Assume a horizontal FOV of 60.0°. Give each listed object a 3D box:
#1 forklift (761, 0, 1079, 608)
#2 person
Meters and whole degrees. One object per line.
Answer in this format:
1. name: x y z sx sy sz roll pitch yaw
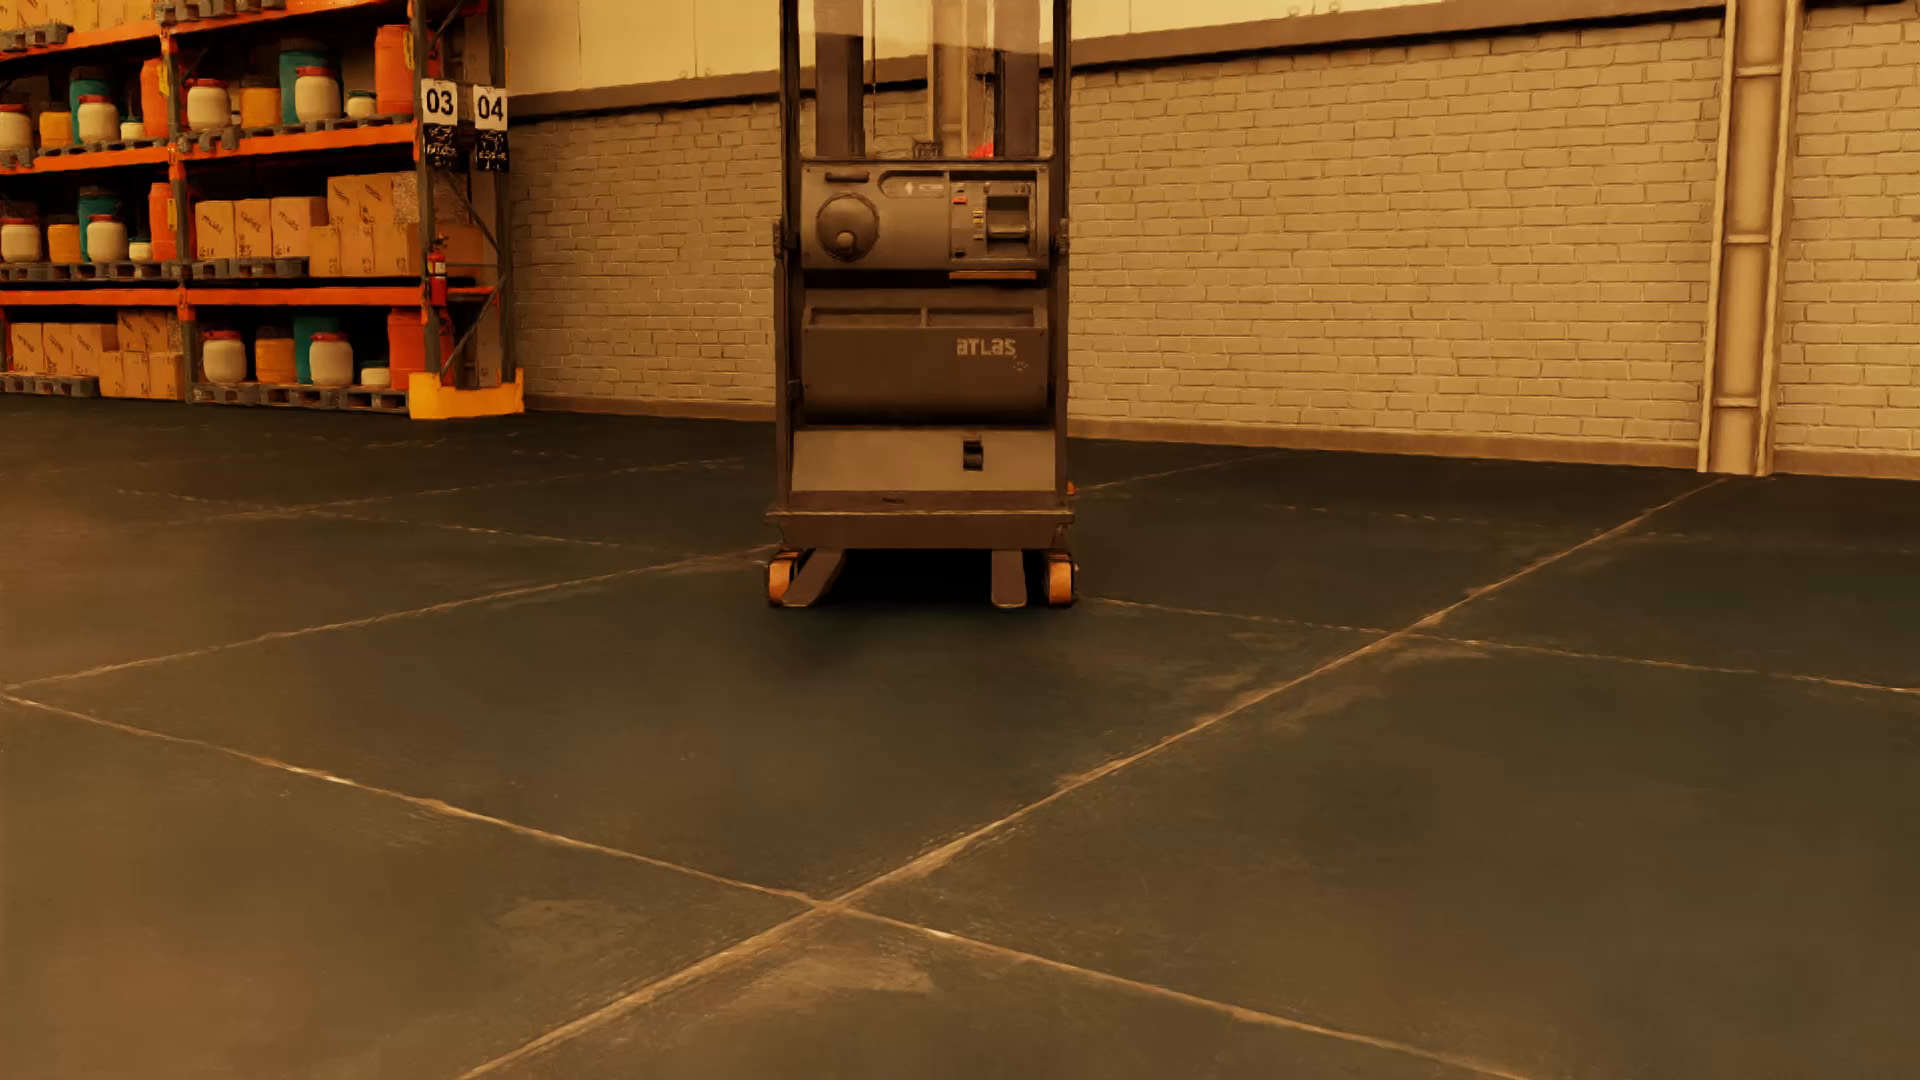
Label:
1. forklift: -0.134 -1.258 6.037 1.130 2.935 3.031 0 8 1
2. person: 0.233 -0.840 7.250 0.728 1.764 0.734 4 9 28
